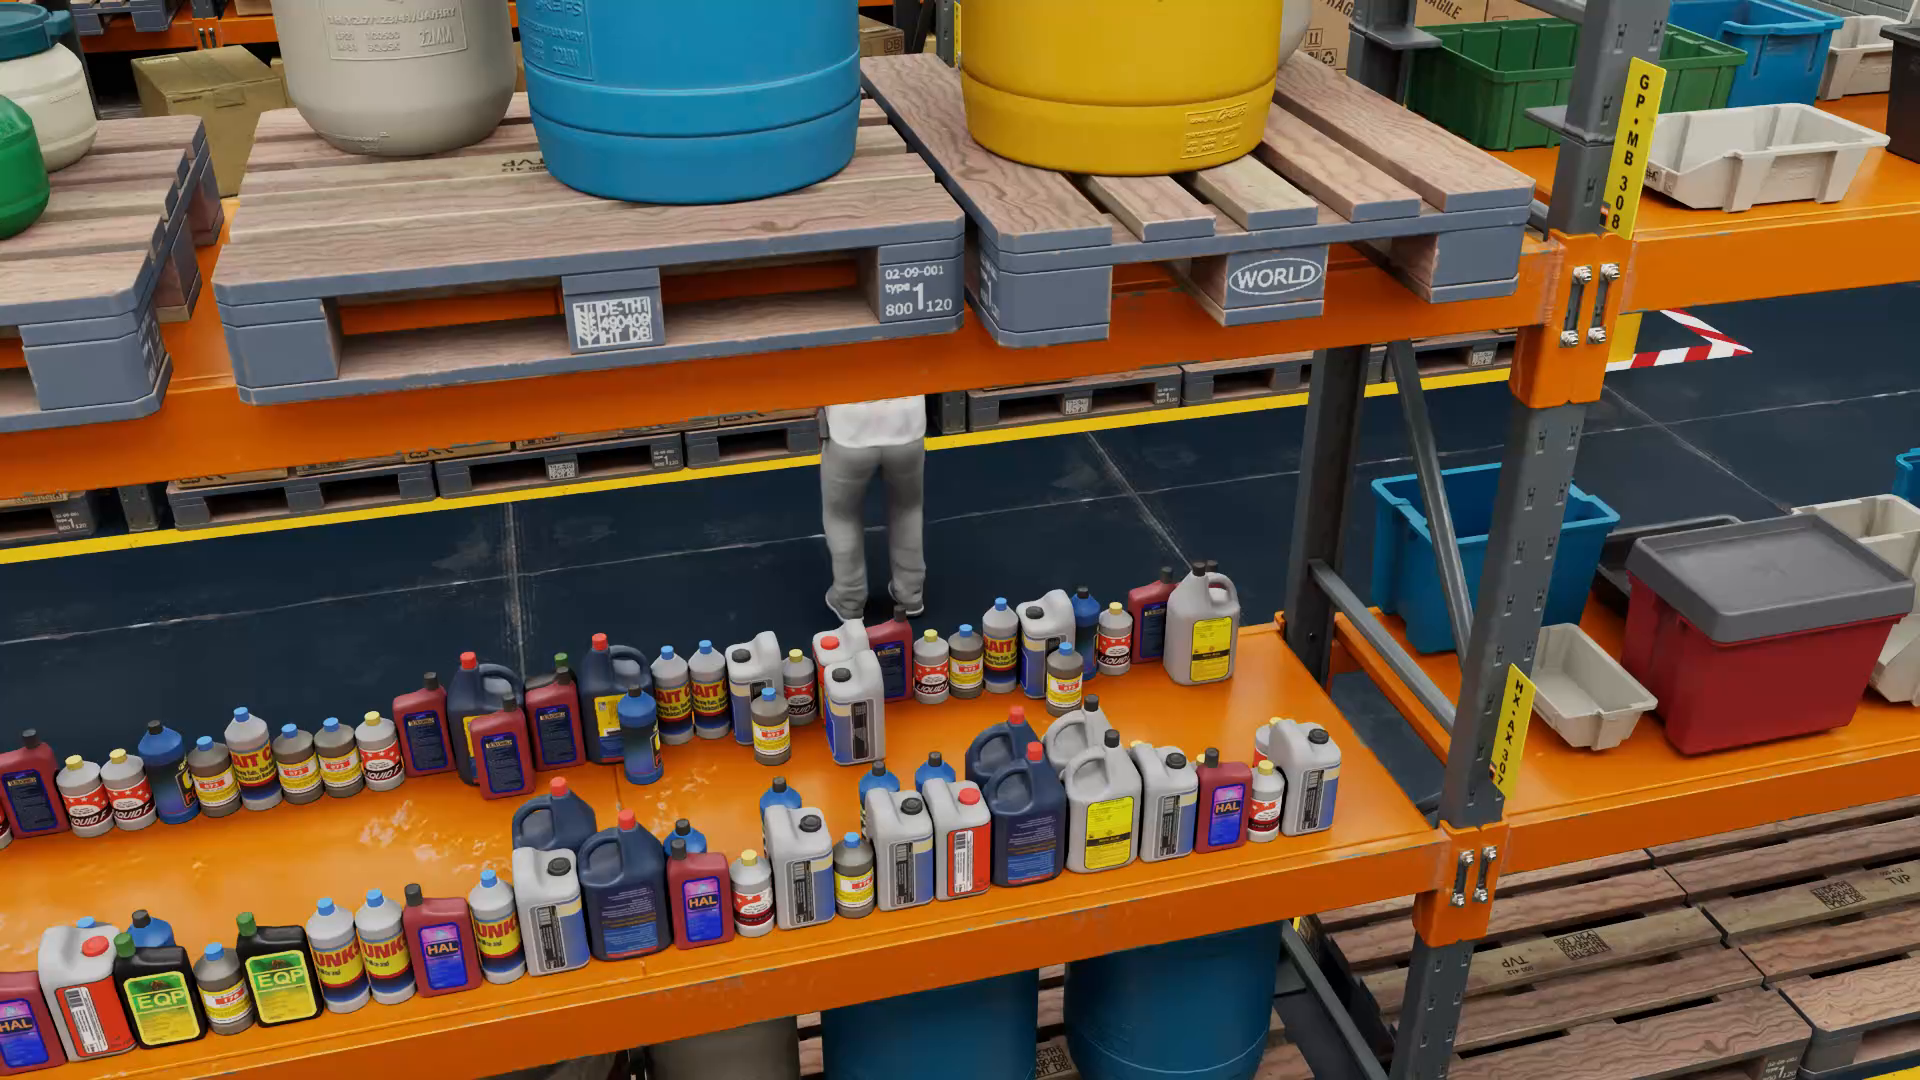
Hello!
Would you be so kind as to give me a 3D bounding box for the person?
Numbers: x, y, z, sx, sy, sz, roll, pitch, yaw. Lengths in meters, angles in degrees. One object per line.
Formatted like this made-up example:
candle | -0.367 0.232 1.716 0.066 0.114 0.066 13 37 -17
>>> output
person | -0.403 -0.473 6.979 0.478 1.723 0.604 -8 31 -14
